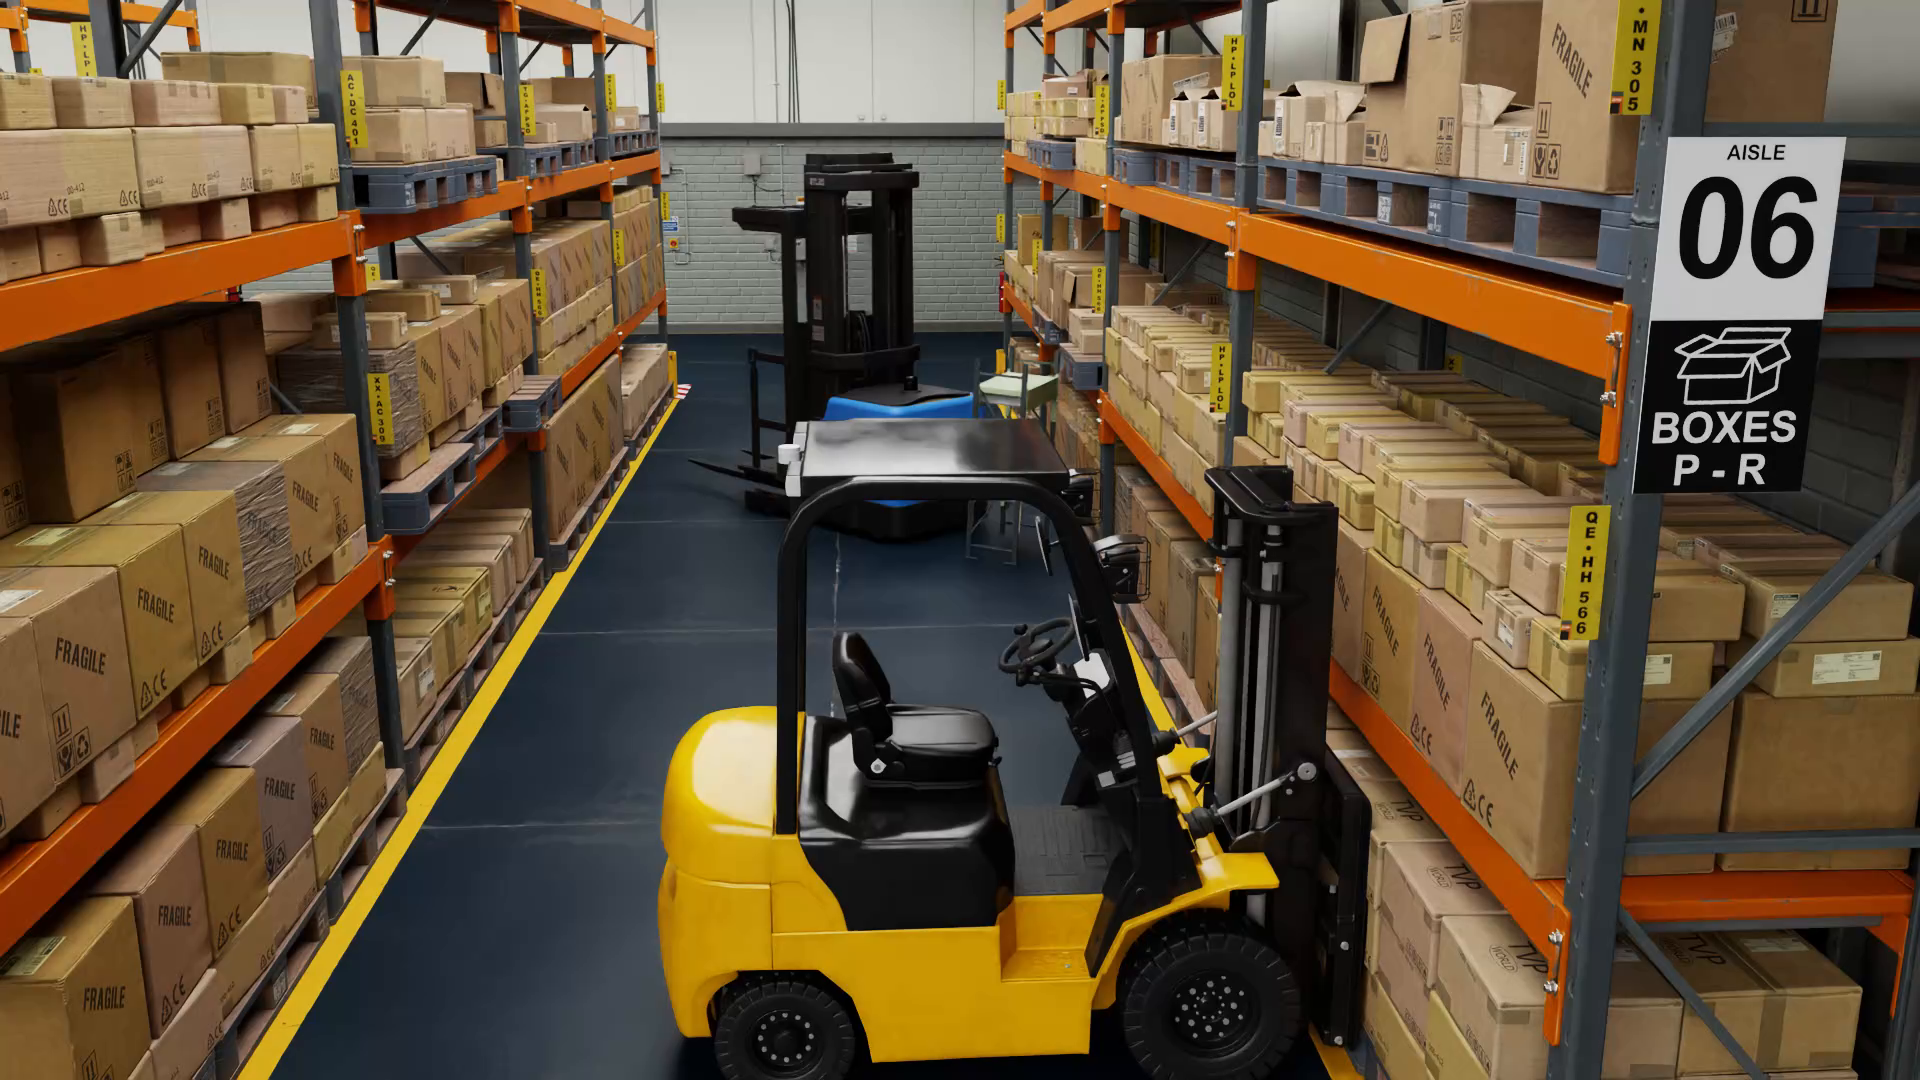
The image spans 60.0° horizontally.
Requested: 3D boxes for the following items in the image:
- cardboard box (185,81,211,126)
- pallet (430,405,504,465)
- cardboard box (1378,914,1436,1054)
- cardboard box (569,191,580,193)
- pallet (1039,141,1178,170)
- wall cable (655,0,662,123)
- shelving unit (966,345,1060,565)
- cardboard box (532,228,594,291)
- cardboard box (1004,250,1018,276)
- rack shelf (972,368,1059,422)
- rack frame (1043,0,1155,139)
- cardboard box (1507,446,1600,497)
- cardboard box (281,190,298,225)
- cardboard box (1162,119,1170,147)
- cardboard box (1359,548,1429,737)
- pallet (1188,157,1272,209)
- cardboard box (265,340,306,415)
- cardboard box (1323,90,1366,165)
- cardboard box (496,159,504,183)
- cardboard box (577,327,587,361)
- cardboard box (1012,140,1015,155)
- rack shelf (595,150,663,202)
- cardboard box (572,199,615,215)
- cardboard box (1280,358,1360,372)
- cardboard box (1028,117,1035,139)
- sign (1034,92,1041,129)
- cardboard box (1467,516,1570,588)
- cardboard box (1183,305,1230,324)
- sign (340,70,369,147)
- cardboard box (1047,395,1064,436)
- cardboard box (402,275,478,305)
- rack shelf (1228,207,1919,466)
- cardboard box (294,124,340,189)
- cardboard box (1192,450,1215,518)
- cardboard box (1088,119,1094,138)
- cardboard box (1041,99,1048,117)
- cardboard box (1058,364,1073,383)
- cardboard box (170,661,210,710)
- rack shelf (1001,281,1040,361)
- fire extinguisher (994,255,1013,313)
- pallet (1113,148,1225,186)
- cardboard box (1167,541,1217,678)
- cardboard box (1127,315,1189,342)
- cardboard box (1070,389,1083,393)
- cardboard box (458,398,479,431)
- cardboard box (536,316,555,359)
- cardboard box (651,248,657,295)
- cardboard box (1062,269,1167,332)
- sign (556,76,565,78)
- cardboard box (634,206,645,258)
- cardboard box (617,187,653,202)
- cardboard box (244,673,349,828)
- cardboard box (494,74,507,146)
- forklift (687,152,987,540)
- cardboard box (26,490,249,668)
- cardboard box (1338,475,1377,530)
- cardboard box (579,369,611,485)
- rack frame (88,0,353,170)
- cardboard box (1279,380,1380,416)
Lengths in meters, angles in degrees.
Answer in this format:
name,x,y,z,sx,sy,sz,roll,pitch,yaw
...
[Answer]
name,x,y,z,sx,sy,sz,roll,pitch,yaw
cardboard box,-2.805,-1.488,5.674,0.380,0.149,0.250,-1,14,-3
pallet,-3.274,-0.578,9.639,1.003,0.211,1.213,-1,14,-3
cardboard box,1.650,1.394,5.260,0.500,0.250,0.500,-1,14,-4
cardboard box,-4.133,-3.520,17.180,0.380,0.149,0.250,-1,14,-5
pallet,1.306,-3.176,13.707,1.213,0.211,1.003,-1,14,-3
wall cable,-4.567,-7.468,23.993,0.463,3.000,0.029,-1,14,-3
shelving unit,0.400,-0.649,12.496,0.431,1.500,0.755,9,16,20
cardboard box,-3.356,-2.328,13.848,0.500,0.500,0.500,0,14,-2
cardboard box,0.780,-3.184,19.087,0.500,0.250,0.500,-1,14,-3
rack shelf,0.417,-1.025,12.392,0.431,0.370,0.720,9,16,20
rack frame,1.269,-5.141,14.946,1.000,3.000,0.127,-1,14,-3
cardboard box,2.137,-0.229,5.799,0.380,0.149,0.250,-1,14,-3
cardboard box,-2.938,-1.361,6.781,0.380,0.149,0.250,-1,14,-3
cardboard box,1.345,-2.289,9.344,0.380,0.149,0.250,-1,14,-4
cardboard box,1.665,0.326,5.540,0.500,0.500,0.500,-1,14,-4
pallet,1.697,-1.825,8.463,0.805,0.209,1.217,-1,15,-6
cardboard box,-3.447,-0.675,7.991,0.500,0.500,0.500,-1,14,-4
cardboard box,1.553,-1.511,6.086,0.396,0.266,0.258,-1,14,-5
cardboard box,-3.208,-2.419,10.892,0.380,0.149,0.250,-1,14,-3
cardboard box,-3.327,-1.596,13.512,0.500,0.250,0.500,-1,14,-3
cardboard box,0.762,-4.286,18.148,0.380,0.149,0.250,-1,14,-2
rack shelf,-3.809,-3.759,17.042,1.077,0.370,4.000,-1,14,-3
cardboard box,-3.478,-3.150,15.742,0.380,0.149,0.250,-1,14,-3
cardboard box,1.941,-0.892,8.970,0.380,0.149,0.250,-1,14,-4
cardboard box,0.946,-4.005,16.255,0.500,0.250,0.500,-1,14,-5
sign,0.728,-3.928,15.216,0.100,0.325,0.005,-1,14,-3
cardboard box,1.690,0.031,4.786,0.380,0.149,0.250,-1,14,-2
cardboard box,1.739,-1.525,11.432,0.380,0.149,0.250,0,14,-2
sign,-2.649,-1.881,7.261,0.100,0.325,0.005,-1,14,-3
cardboard box,1.074,-1.104,15.472,0.500,0.500,0.500,0,14,-1
cardboard box,-3.055,-1.470,9.779,0.380,0.149,0.250,-2,15,-6
rack shelf,1.888,-0.852,5.744,1.077,0.370,4.000,-1,14,-3
cardboard box,-2.893,-1.586,6.855,0.500,0.250,0.500,-1,14,-4
cardboard box,1.472,-0.294,8.451,0.500,0.250,0.500,-1,14,-2
cardboard box,1.201,-3.218,12.996,0.380,0.149,0.250,0,14,-2
cardboard box,0.910,-3.752,14.433,0.380,0.149,0.250,-1,14,-4
cardboard box,1.089,-1.529,15.224,0.380,0.149,0.250,-2,15,-6
cardboard box,-2.804,0.472,5.674,0.380,0.149,0.250,-1,14,-5
rack shelf,1.145,-2.384,17.717,1.077,0.370,4.000,-1,14,-3
fire extinguisher,0.550,-3.041,19.731,0.296,0.674,0.183,-1,14,-3
pallet,1.648,-2.434,10.827,1.213,0.211,1.003,0,14,-1
cardboard box,1.680,0.378,9.459,0.875,0.625,0.625,-1,14,-4
cardboard box,1.302,-1.389,10.904,0.380,0.149,0.250,0,14,-2
cardboard box,1.177,-1.250,14.735,0.380,0.149,0.250,-1,14,-4
cardboard box,-2.962,-0.717,9.453,0.380,0.149,0.250,0,14,-1
cardboard box,-3.222,-1.462,11.987,0.500,0.250,0.500,-1,14,-4
cardboard box,-3.623,-2.960,18.310,0.500,0.500,0.500,-1,14,-5
cardboard box,1.231,-1.897,13.329,0.797,0.503,0.637,-1,14,-5
sign,-4.487,-5.060,18.739,0.100,0.325,0.005,-1,14,-3
cardboard box,-3.547,-3.191,17.202,0.500,0.500,0.500,-1,14,-4
cardboard box,-3.571,-3.787,18.218,0.380,0.149,0.250,-1,14,-4
cardboard box,-2.852,0.867,6.809,0.500,0.500,0.500,-1,14,-2
cardboard box,-3.688,-3.111,12.033,0.700,0.500,0.500,-2,15,-6
forklift,-1.166,-1.719,13.825,1.130,2.935,3.031,-14,20,-42
cardboard box,-2.802,0.130,5.702,0.500,0.500,0.500,-1,14,-5
cardboard box,1.597,-0.140,6.048,0.380,0.149,0.250,-1,14,-5
cardboard box,-3.503,-0.955,14.138,0.875,0.875,0.875,0,14,-2
rack frame,-3.190,-3.073,6.912,1.000,3.000,0.127,-1,14,-3
cardboard box,1.612,-0.605,7.258,0.380,0.149,0.250,-1,14,-3
